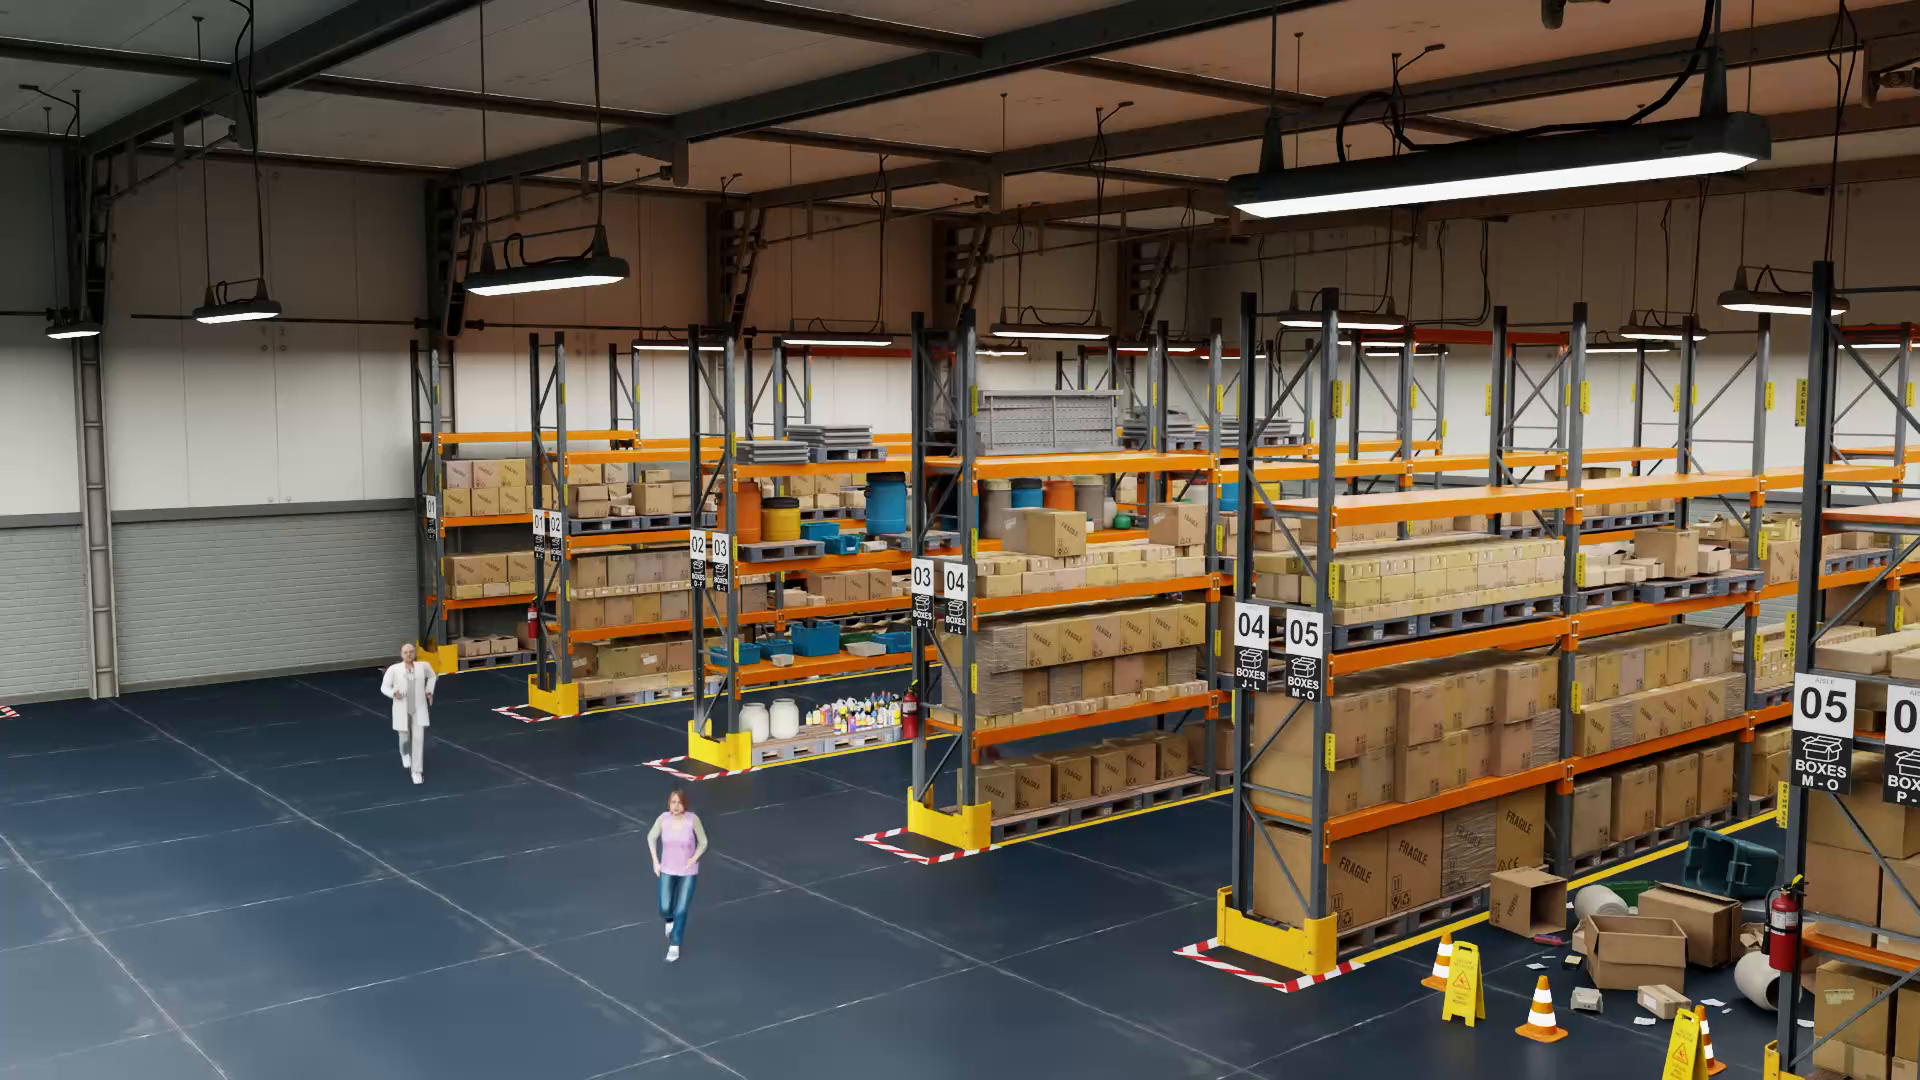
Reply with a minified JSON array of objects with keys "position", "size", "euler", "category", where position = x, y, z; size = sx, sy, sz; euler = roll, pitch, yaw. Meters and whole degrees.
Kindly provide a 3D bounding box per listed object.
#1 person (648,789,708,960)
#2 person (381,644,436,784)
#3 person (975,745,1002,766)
[{"position":[-2.551,3.011,15.021],"size":[0.549,1.558,0.526],"euler":[0,5,-5],"category":"person"},{"position":[-7.222,2.243,21.850],"size":[0.710,1.773,1.040],"euler":[-2,6,-22],"category":"person"},{"position":[0.299,2.356,21.294],"size":[0.887,1.696,0.529],"euler":[-4,7,-40],"category":"person"}]
